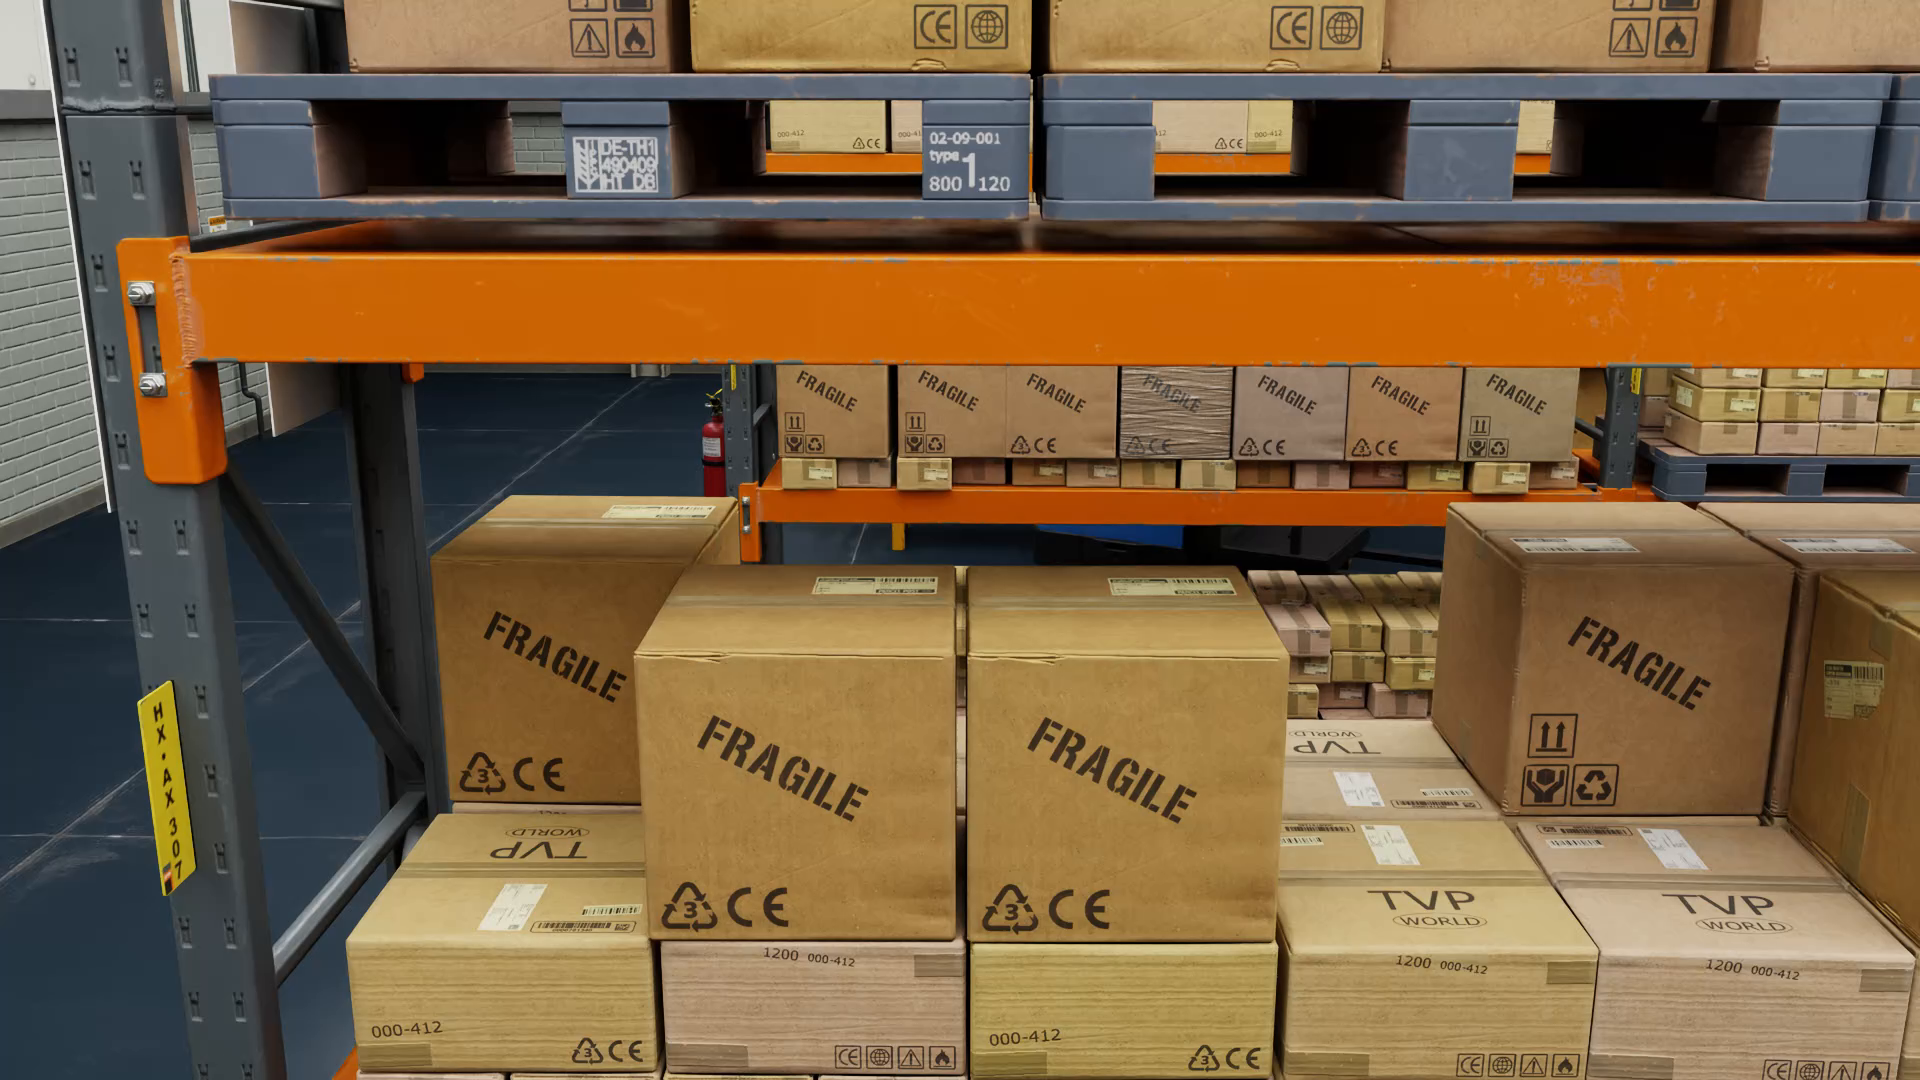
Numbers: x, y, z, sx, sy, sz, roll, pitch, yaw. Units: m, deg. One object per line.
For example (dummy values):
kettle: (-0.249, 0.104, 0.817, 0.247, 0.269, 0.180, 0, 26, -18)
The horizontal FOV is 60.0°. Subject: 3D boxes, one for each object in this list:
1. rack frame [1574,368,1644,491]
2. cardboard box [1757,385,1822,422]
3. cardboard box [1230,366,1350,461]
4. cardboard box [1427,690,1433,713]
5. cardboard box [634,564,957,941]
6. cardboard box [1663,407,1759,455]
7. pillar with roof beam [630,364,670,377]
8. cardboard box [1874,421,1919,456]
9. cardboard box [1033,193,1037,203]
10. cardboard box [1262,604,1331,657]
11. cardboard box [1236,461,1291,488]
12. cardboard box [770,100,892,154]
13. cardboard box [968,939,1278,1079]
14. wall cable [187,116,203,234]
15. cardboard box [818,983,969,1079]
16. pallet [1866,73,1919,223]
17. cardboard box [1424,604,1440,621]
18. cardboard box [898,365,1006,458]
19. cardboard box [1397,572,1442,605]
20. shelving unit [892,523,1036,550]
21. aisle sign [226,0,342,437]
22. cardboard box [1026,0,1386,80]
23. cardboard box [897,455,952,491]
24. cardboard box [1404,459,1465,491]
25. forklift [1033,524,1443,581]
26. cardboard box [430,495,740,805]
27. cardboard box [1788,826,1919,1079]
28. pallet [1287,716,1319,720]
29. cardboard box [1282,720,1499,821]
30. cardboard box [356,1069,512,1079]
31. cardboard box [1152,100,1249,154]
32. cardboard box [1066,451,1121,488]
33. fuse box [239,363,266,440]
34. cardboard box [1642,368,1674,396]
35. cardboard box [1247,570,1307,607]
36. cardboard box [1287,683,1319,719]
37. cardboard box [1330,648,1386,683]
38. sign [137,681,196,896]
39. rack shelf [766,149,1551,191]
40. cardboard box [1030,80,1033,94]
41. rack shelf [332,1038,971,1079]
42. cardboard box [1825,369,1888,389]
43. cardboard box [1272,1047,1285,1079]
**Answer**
rack frame: (2.997, -0.531, 7.972, 0.127, 3.000, 1.000, 0, 15, 1)
cardboard box: (3.638, -0.635, 7.454, 0.250, 0.149, 0.380, 0, 15, 0)
cardboard box: (1.490, -0.661, 7.688, 0.500, 0.500, 0.500, 0, 15, 1)
cardboard box: (2.338, 0.706, 8.050, 0.250, 0.149, 0.380, 1, 15, 3)
cardboard box: (-0.257, 0.349, 2.879, 0.500, 0.500, 0.500, 0, 15, 0)
cardboard box: (3.379, -0.493, 7.496, 0.250, 0.149, 0.380, 0, 15, -1)
pillar with roof beam: (-3.636, -5.136, 13.667, 0.400, 9.000, 9.100, 0, 15, 1)
cardboard box: (4.157, -0.488, 7.478, 0.250, 0.149, 0.380, 1, 15, 2)
cardboard box: (0.668, -2.580, 12.312, 0.250, 0.149, 0.380, 1, 15, 2)
cardboard box: (1.599, 0.430, 7.930, 0.250, 0.149, 0.380, 0, 15, -1)
cardboard box: (1.397, -0.360, 7.816, 0.250, 0.149, 0.380, 0, 15, 1)
cardboard box: (-0.560, -1.867, 7.449, 0.500, 0.250, 0.500, 1, 15, 3)
cardboard box: (0.265, 0.714, 2.965, 0.500, 0.250, 0.500, 0, 15, 0)
wall cable: (-6.589, -2.704, 14.216, 0.122, 1.984, 0.588, 0, 15, 1)
cardboard box: (-0.110, 0.920, 2.967, 0.250, 0.149, 0.380, 0, 15, 1)
pallet: (1.951, -0.682, 2.839, 1.213, 0.211, 1.003, 0, 15, 1)
cardboard box: (2.378, 0.429, 7.931, 0.250, 0.149, 0.380, 1, 15, 2)
cardboard box: (-0.024, -0.679, 7.753, 0.500, 0.500, 0.500, 0, 15, 2)
cardboard box: (2.384, 0.285, 8.479, 0.250, 0.149, 0.380, 1, 15, 4)
shelving unit: (0.076, -0.725, 11.647, 1.083, 1.500, 0.587, 0, 15, 1)
aisle sign: (-1.294, -0.627, 3.239, 0.004, 0.787, 0.394, 0, 15, 1)
cardboard box: (0.369, -1.028, 2.760, 0.500, 0.500, 0.700, -1, 15, -2)
cardboard box: (-0.163, -0.343, 7.753, 0.250, 0.149, 0.380, 0, 15, 0)
cardboard box: (2.179, -0.342, 7.750, 0.250, 0.149, 0.380, 1, 15, 4)
forklift: (2.033, -1.127, 10.366, 3.031, 2.935, 1.130, 8, 17, 27)
cardboard box: (-0.736, 0.210, 3.407, 0.500, 0.500, 0.500, 1, 15, 2)
cardboard box: (1.804, 0.723, 2.929, 0.500, 0.250, 0.500, 1, 15, 3)
pallet: (1.102, 0.815, 8.338, 1.213, 0.211, 1.003, 0, 15, 1)
cardboard box: (0.798, 0.581, 3.470, 0.500, 0.250, 0.500, 0, 15, 2)
cardboard box: (-0.883, 0.915, 2.983, 0.250, 0.149, 0.380, 1, 15, 2)
cardboard box: (0.998, -1.856, 7.408, 0.500, 0.250, 0.500, 0, 15, 1)
cardboard box: (0.616, -0.360, 7.816, 0.250, 0.149, 0.380, 0, 15, 0)
fuse box: (-6.414, -1.762, 15.166, 0.414, 1.711, 0.539, 0, 15, 1)
cardboard box: (3.400, -0.804, 8.094, 0.250, 0.149, 0.380, 1, 15, 3)
cardboard box: (1.616, 0.277, 8.507, 0.250, 0.149, 0.380, 1, 15, 3)
cardboard box: (1.561, 0.722, 7.988, 0.250, 0.149, 0.380, 0, 15, 1)
cardboard box: (1.887, 0.557, 8.030, 0.250, 0.149, 0.380, 1, 15, 2)
sign: (-1.250, 0.392, 2.622, 0.005, 0.325, 0.100, 0, 15, 1)
rack shelf: (0.997, -1.646, 7.731, 4.000, 0.370, 1.077, 0, 15, 1)
cardboard box: (0.457, -2.098, 7.346, 0.500, 0.250, 0.500, 1, 15, 2)
rack shelf: (0.770, 1.068, 3.321, 4.000, 0.370, 1.077, 0, 15, 1)
cardboard box: (3.914, -0.778, 7.410, 0.250, 0.149, 0.380, 1, 15, 2)
cardboard box: (0.655, 0.925, 2.947, 0.250, 0.149, 0.380, 0, 15, 0)
